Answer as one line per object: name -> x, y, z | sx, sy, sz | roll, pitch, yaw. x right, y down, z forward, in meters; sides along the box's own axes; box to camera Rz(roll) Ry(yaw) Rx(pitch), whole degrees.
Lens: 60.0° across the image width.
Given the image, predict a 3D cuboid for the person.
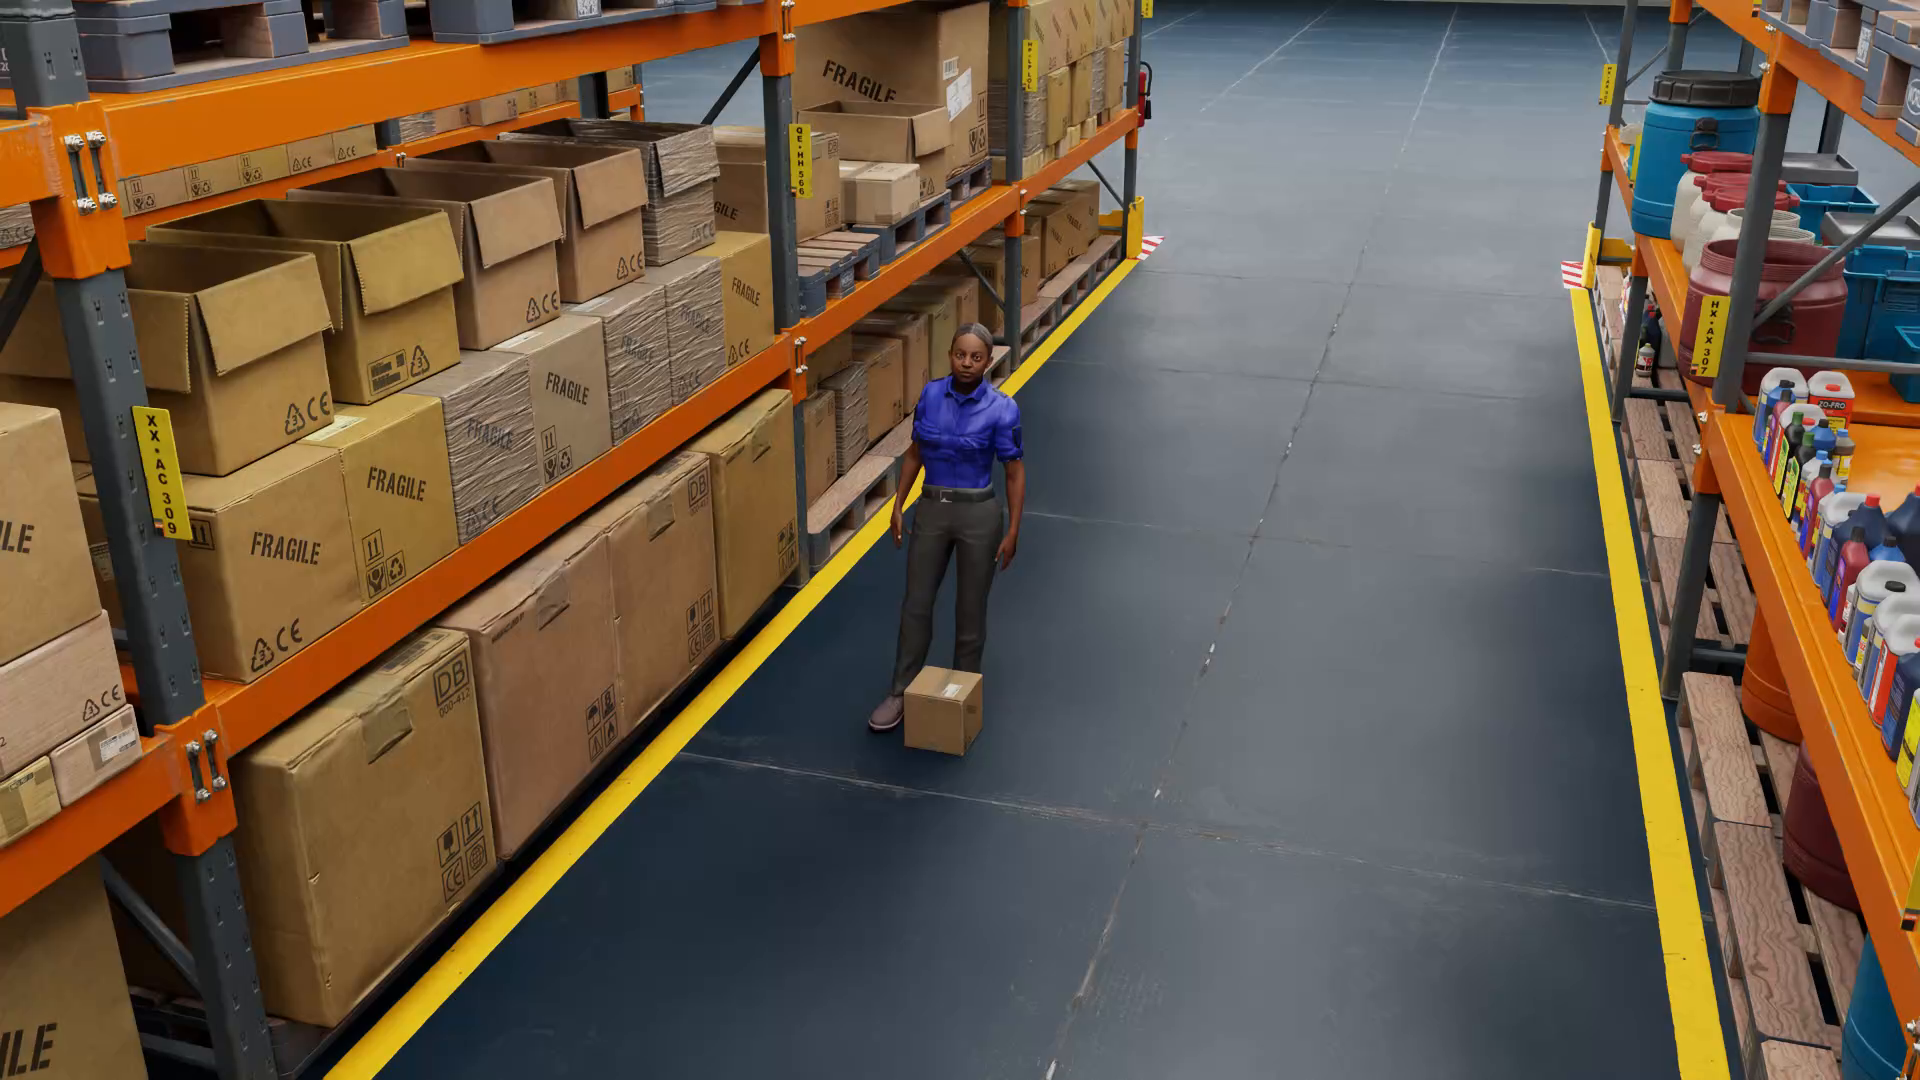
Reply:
person -> -0.047, -0.036, 6.662 | 0.569, 1.654, 0.504 | 8, 23, 18
